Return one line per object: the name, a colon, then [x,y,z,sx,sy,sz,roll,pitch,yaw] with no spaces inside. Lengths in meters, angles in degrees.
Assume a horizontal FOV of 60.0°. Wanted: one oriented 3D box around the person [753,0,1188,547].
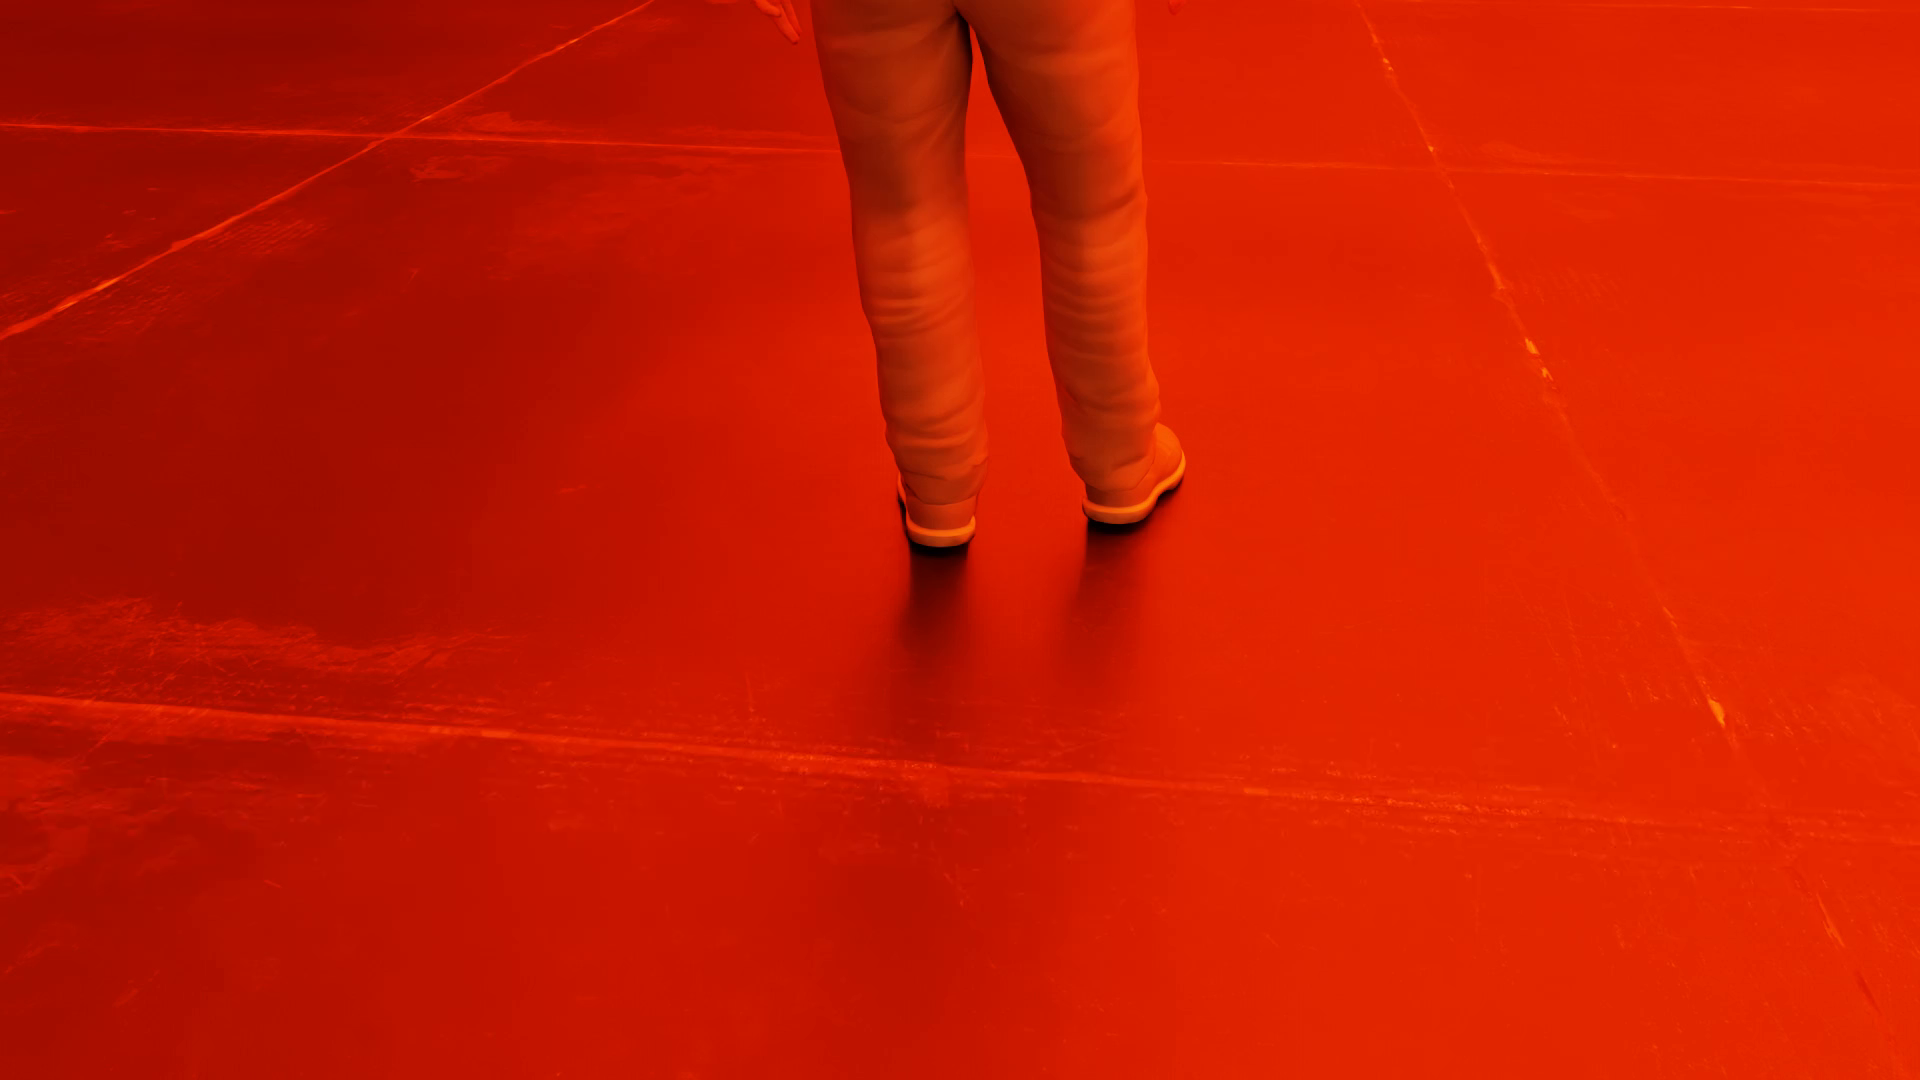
person: [0.024,-0.819,2.189,0.640,1.727,0.551,3,27,7]
